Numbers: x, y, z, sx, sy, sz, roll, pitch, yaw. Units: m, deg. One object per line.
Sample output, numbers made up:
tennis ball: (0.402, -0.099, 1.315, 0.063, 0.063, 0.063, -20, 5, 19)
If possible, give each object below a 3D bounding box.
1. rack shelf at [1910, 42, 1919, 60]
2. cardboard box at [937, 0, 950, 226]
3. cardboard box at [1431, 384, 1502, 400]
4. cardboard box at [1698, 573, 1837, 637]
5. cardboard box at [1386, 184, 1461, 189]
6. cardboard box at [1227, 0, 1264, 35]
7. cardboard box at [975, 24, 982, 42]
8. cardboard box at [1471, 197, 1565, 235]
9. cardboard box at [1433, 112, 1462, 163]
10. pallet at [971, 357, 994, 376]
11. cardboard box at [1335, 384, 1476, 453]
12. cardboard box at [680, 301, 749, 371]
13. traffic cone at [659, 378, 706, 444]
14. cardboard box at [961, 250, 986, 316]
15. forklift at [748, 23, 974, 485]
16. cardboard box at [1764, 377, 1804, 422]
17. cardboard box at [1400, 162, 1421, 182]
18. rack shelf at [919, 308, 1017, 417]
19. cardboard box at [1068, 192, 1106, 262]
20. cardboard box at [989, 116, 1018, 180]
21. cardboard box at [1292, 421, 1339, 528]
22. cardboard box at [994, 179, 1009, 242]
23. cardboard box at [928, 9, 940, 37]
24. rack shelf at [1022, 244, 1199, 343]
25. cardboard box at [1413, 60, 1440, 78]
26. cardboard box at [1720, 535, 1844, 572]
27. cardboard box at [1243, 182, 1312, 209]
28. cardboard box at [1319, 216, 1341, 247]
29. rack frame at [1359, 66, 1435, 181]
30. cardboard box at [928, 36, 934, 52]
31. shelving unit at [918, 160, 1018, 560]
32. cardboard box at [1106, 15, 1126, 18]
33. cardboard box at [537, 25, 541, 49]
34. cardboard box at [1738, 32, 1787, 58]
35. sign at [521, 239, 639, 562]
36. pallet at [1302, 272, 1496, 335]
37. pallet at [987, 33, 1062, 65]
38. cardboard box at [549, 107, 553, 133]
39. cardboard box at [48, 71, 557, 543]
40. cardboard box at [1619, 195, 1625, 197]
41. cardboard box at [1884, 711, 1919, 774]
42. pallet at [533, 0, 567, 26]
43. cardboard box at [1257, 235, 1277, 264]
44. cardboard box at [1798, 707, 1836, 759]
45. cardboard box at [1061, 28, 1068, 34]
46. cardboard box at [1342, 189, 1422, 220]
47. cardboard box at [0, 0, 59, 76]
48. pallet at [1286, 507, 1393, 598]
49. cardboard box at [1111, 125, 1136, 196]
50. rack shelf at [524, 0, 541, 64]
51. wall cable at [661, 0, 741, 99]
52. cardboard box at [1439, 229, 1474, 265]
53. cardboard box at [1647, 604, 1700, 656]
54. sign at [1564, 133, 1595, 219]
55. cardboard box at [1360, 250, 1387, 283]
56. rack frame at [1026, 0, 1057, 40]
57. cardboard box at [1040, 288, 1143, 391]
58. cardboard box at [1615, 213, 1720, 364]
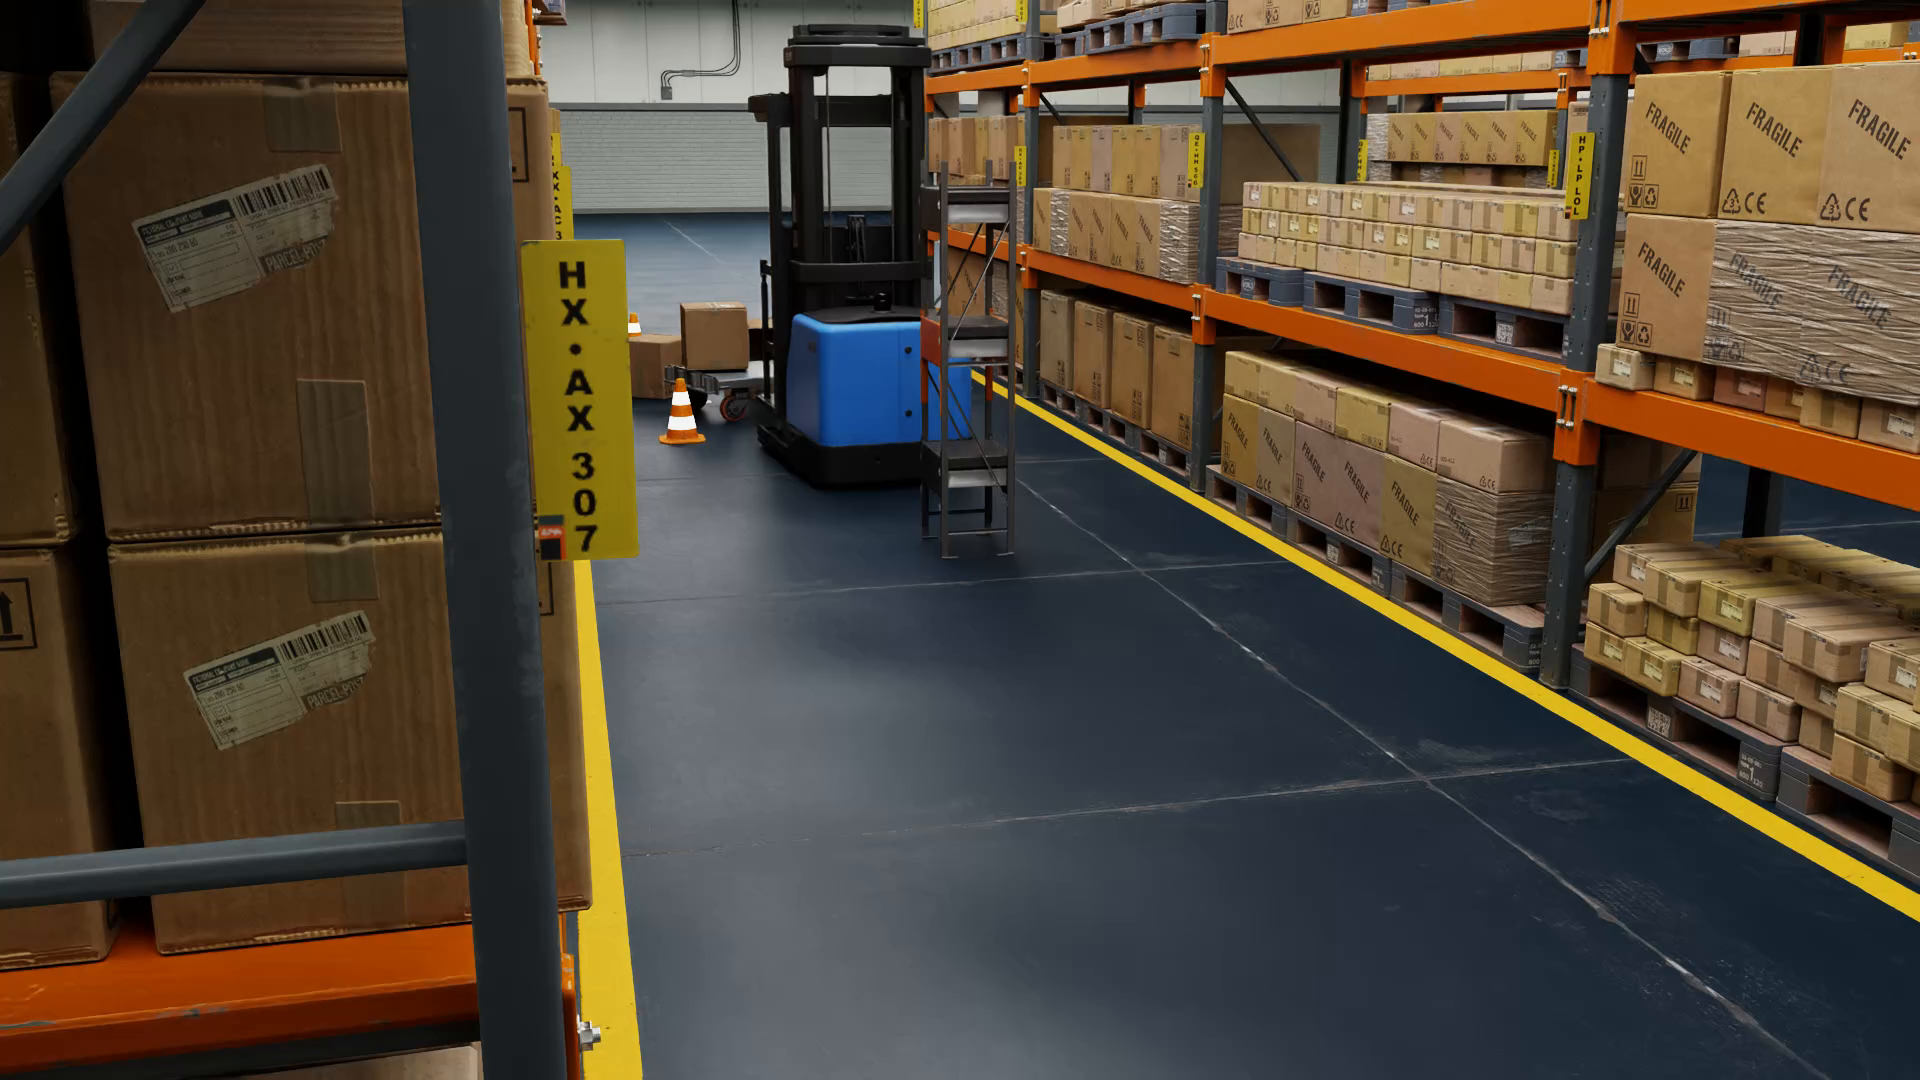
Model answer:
rack shelf: (7.300, -2.694, 9.328, 1.077, 0.370, 4.000, -3, 14, -13)
cardboard box: (0.218, -4.444, 17.280, 1.002, 2.307, 0.870, -3, 14, -14)
cardboard box: (2.765, -0.651, 8.575, 0.500, 0.250, 0.500, -3, 14, -11)
cardboard box: (2.919, 0.234, 6.018, 0.380, 0.149, 0.250, -3, 14, -14)
cardboard box: (2.665, -1.959, 9.517, 0.380, 0.149, 0.250, -3, 14, -11)
cardboard box: (1.861, -3.153, 9.483, 0.500, 0.500, 0.500, -3, 14, -13)
cardboard box: (0.349, -4.665, 15.314, 0.380, 0.149, 0.250, -3, 14, -14)
cardboard box: (2.518, -1.446, 7.416, 0.380, 0.149, 0.250, -4, 14, -15)
cardboard box: (5.169, -4.084, 16.878, 0.500, 0.500, 0.500, -3, 14, -13)
pallet: (0.653, -1.824, 16.449, 1.003, 0.211, 1.213, -3, 14, -13)
cardboard box: (2.259, -0.624, 8.462, 0.500, 0.250, 0.500, -4, 14, -16)
cardboard box: (-2.019, -1.678, 13.645, 0.500, 0.500, 0.500, -3, 14, -13)
traffic cone: (-2.090, -0.978, 12.453, 0.336, 0.463, 0.334, -3, 14, -13)
cardboard box: (0.539, -2.456, 16.752, 0.875, 0.875, 0.875, -4, 14, -14)
forklift: (-0.853, -2.085, 11.786, 1.130, 2.935, 3.031, -4, 14, -18)
cardboard box: (2.978, -0.489, 5.637, 0.380, 0.149, 0.250, -4, 14, -16)
cardboard box: (5.288, -3.849, 18.024, 0.875, 0.500, 0.500, -3, 14, -13)
rack shelf: (0.039, -0.969, 9.025, 0.431, 0.518, 0.480, -3, 14, -13)
cardboard box: (1.142, -2.397, 12.709, 0.500, 0.500, 0.500, -3, 14, -13)
cardboard box: (0.751, -3.522, 14.931, 0.875, 0.550, 0.550, -3, 14, -13)
cardboard box: (2.150, -0.373, 9.014, 0.500, 0.500, 0.500, -4, 14, -15)
cardboard box: (0.797, -3.000, 15.070, 0.875, 0.550, 0.550, -3, 14, -13)
cardboard box: (-0.030, -5.296, 17.056, 0.500, 0.250, 0.500, -3, 14, -13)
rack shelf: (1.516, -1.906, 12.425, 1.077, 0.370, 4.000, -3, 14, -13)
cardboard box: (5.053, -4.919, 17.235, 0.500, 0.250, 0.500, -3, 14, -13)
cardboard box: (3.262, 0.088, 6.616, 0.380, 0.149, 0.250, -3, 14, -12)
cardboard box: (1.907, -2.047, 9.876, 0.380, 0.149, 0.250, -3, 14, -13)
cardboard box: (2.153, -1.659, 8.913, 0.380, 0.149, 0.250, -3, 14, -13)
rack frame: (4.952, -3.893, 19.041, 1.000, 3.000, 0.127, -3, 14, -13)
cardboard box: (-0.125, -5.131, 17.221, 0.380, 0.149, 0.250, -3, 14, -13)
shelving unit: (0.039, -0.982, 9.022, 0.431, 2.100, 0.503, -3, 14, -13)
cardboard box: (1.280, -3.918, 12.011, 0.396, 0.266, 0.258, -3, 14, -13)
cardboard box: (-3.814, -4.298, 14.069, 0.500, 0.250, 0.500, -3, 14, -13)
cardboard box: (6.235, -3.757, 12.482, 0.500, 0.250, 0.500, -3, 14, -12)
sign: (-0.383, -0.138, 1.681, 0.100, 0.325, 0.005, -3, 14, -13)
pallet: (2.490, -1.247, 8.614, 1.003, 0.211, 1.213, -3, 14, -13)
pallet: (0.864, -4.320, 14.658, 1.003, 0.211, 1.213, -3, 14, -13)
cardboard box: (-3.733, -3.329, 13.790, 0.700, 0.500, 0.500, -3, 14, -13)
cardboard box: (-0.759, -0.310, 2.060, 0.500, 0.500, 0.500, -4, 14, -14)
cardboard box: (3.094, -1.540, 7.801, 0.380, 0.149, 0.250, -3, 14, -14)
cardboard box: (3.071, 0.621, 5.060, 0.380, 0.149, 0.250, -3, 14, -13)
pallet: (-2.600, -2.715, 8.297, 1.213, 0.211, 1.003, -3, 14, -11)
cardboard box: (1.957, -1.700, 9.709, 0.380, 0.149, 0.250, -3, 14, -10)
cardboard box: (3.075, 0.643, 5.597, 0.380, 0.149, 0.250, -4, 14, -16)
cardboard box: (1.112, -4.583, 14.978, 0.380, 0.149, 0.250, -4, 14, -14)
cardboard box: (2.216, -1.745, 8.639, 0.380, 0.149, 0.250, -3, 14, -11)
cardboard box: (-1.202, -0.571, 1.758, 0.380, 0.149, 0.250, -3, 14, -12)
pallet: (2.451, 0.022, 8.894, 1.003, 0.211, 1.213, -3, 14, -13)
cardboard box: (1.527, -2.785, 12.191, 0.700, 0.500, 0.500, -3, 14, -14)
rack shelf: (-1.393, -1.219, 3.290, 1.077, 0.370, 4.000, -3, 14, -13)
wall cable: (-7.438, -15.618, 47.228, 2.305, 6.003, 0.169, -3, 14, -13)
cardboard box: (2.452, -1.360, 7.690, 0.380, 0.149, 0.250, -4, 14, -15)
cardboard box: (2.846, 0.320, 6.294, 0.380, 0.149, 0.250, -3, 14, -13)
sign: (2.386, -1.402, 6.407, 0.100, 0.325, 0.005, -3, 14, -13)
cardboard box: (2.267, -1.396, 8.465, 0.380, 0.149, 0.250, -4, 14, -15)
rack frame: (1.046, -5.631, 13.516, 1.000, 3.000, 0.127, -3, 14, -13)
cardboard box: (1.279, -1.690, 13.880, 1.050, 0.750, 0.750, -3, 14, -13)
cardboard box: (2.796, -0.936, 6.102, 0.500, 0.500, 0.500, -4, 14, -14)
